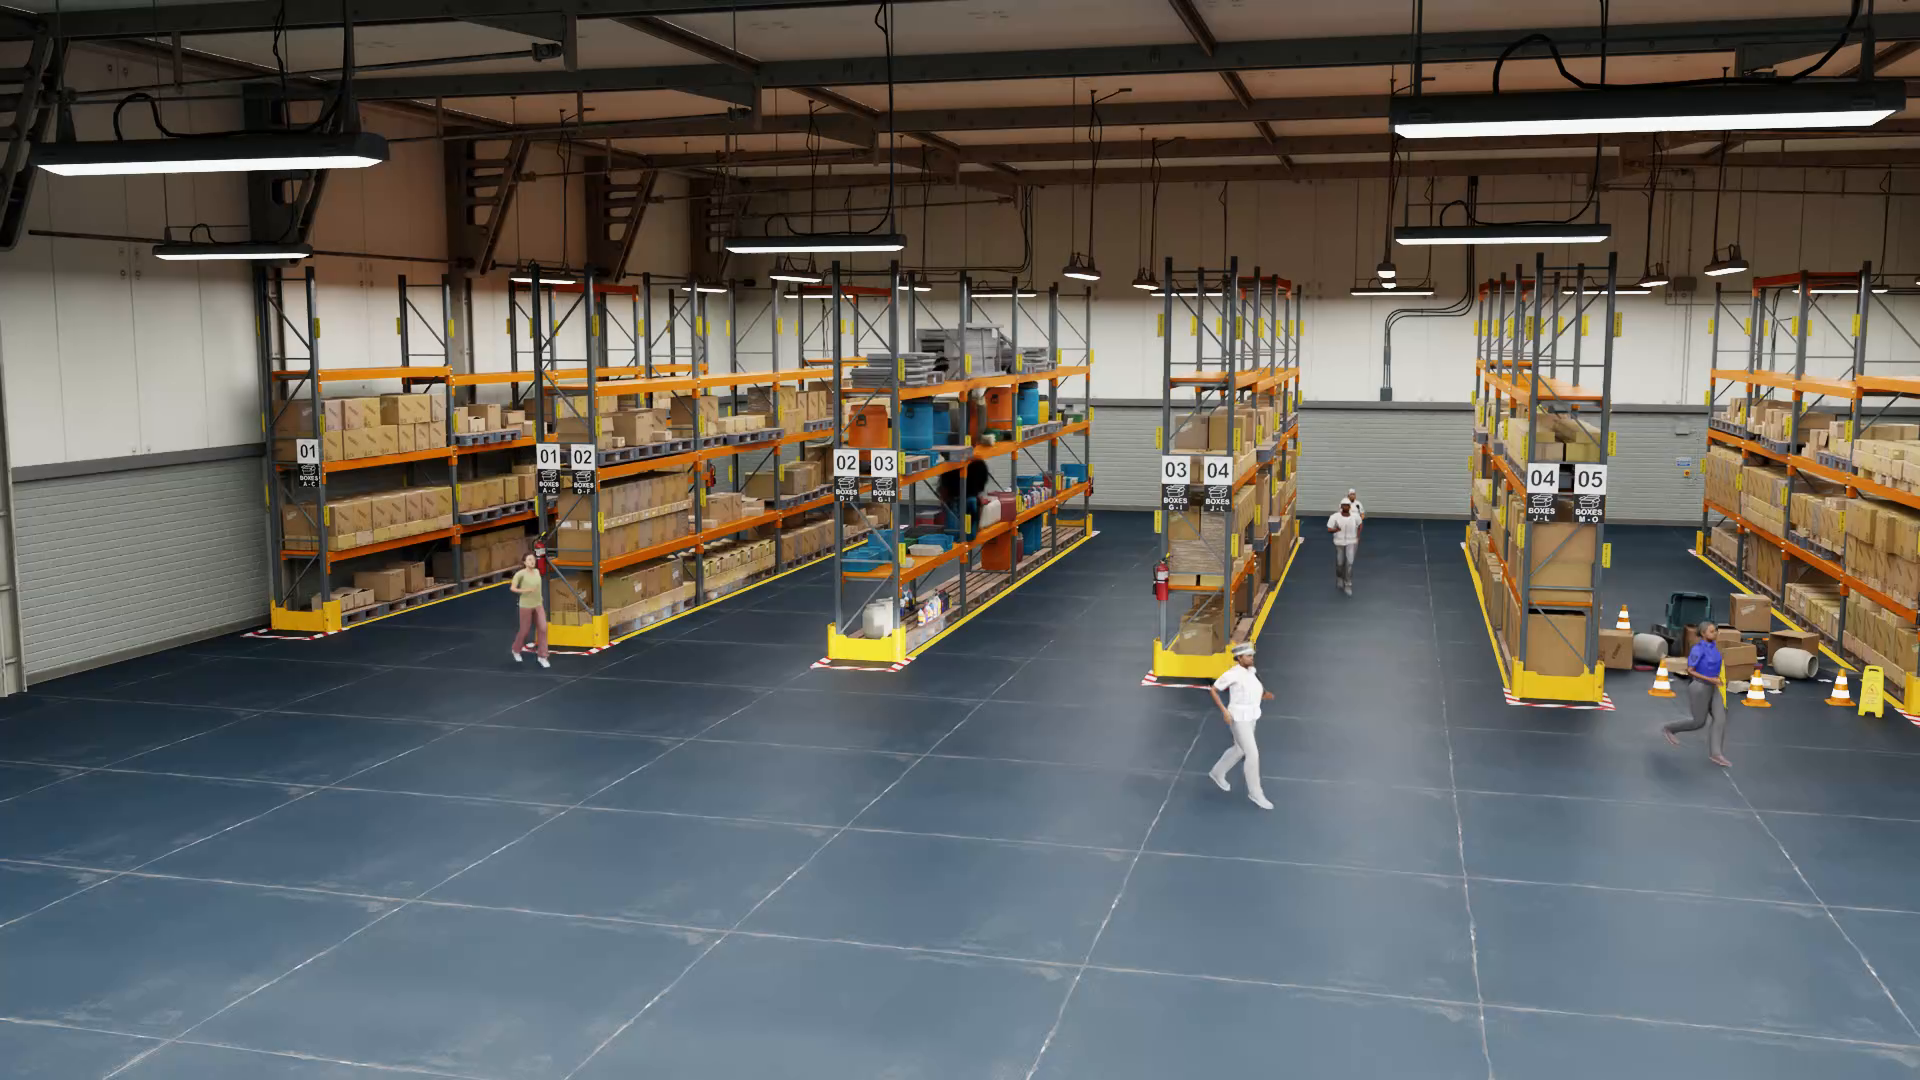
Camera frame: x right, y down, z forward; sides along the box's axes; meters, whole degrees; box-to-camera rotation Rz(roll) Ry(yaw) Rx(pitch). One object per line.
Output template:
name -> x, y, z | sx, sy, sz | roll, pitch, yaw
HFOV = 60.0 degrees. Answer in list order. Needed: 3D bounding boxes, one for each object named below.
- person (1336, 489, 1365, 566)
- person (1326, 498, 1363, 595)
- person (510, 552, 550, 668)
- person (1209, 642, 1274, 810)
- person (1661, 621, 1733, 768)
person -> 8.298, -0.266, 35.324 | 0.608, 1.607, 0.549 | 0, 7, 2
person -> 7.312, 0.093, 31.621 | 0.692, 1.787, 0.873 | 1, 7, 9
person -> -6.414, 1.027, 24.779 | 0.580, 1.703, 0.839 | -7, 10, -42
person -> 2.989, 1.922, 17.633 | 0.869, 1.727, 0.563 | 6, 10, 41
person -> 8.621, 1.765, 19.334 | 0.579, 1.643, 0.859 | -5, 9, -34
